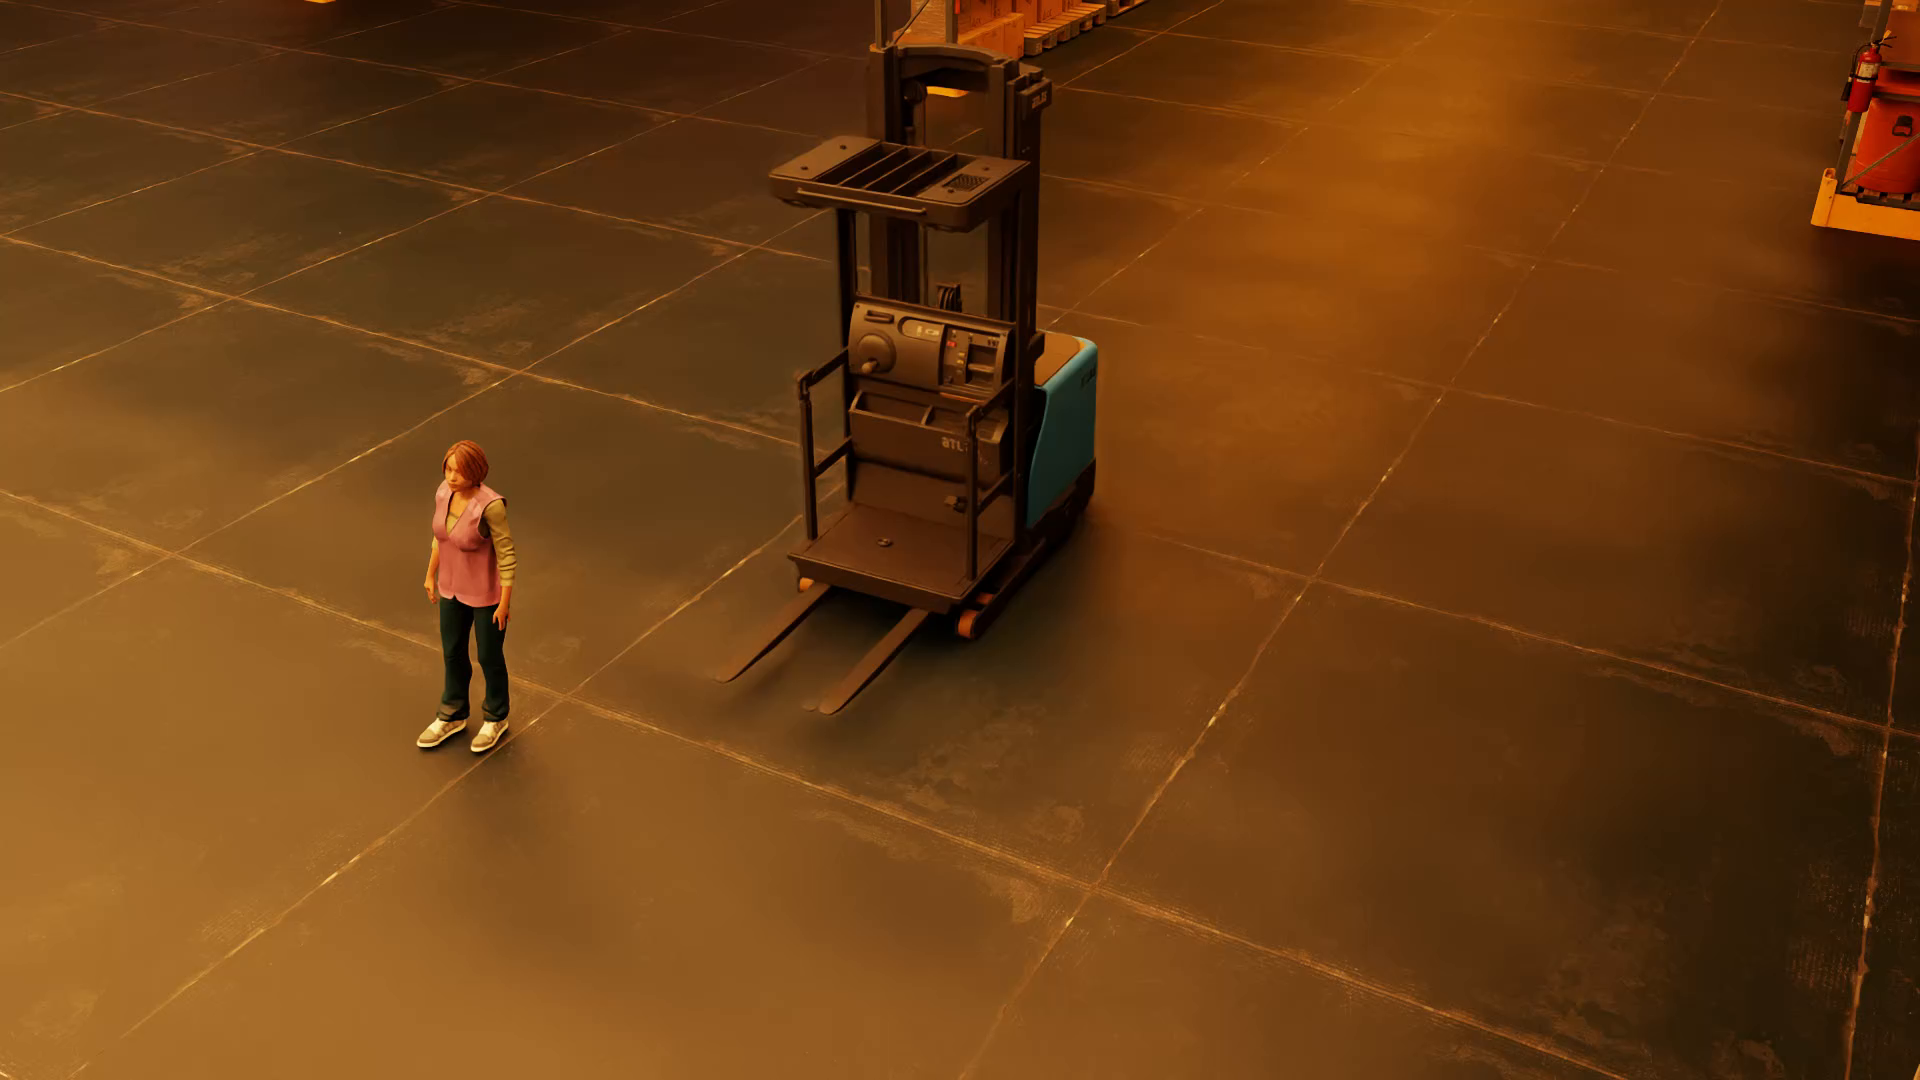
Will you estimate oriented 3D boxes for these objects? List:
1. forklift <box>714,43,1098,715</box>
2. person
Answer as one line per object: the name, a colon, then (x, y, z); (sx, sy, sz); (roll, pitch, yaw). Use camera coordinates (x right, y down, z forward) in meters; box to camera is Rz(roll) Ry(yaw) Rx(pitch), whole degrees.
forklift: (-0.266, -0.979, 8.766); (1.130, 2.935, 3.031); (14, 33, 22)
person: (-2.360, 0.292, 7.889); (0.518, 1.595, 0.473); (15, 33, 24)
